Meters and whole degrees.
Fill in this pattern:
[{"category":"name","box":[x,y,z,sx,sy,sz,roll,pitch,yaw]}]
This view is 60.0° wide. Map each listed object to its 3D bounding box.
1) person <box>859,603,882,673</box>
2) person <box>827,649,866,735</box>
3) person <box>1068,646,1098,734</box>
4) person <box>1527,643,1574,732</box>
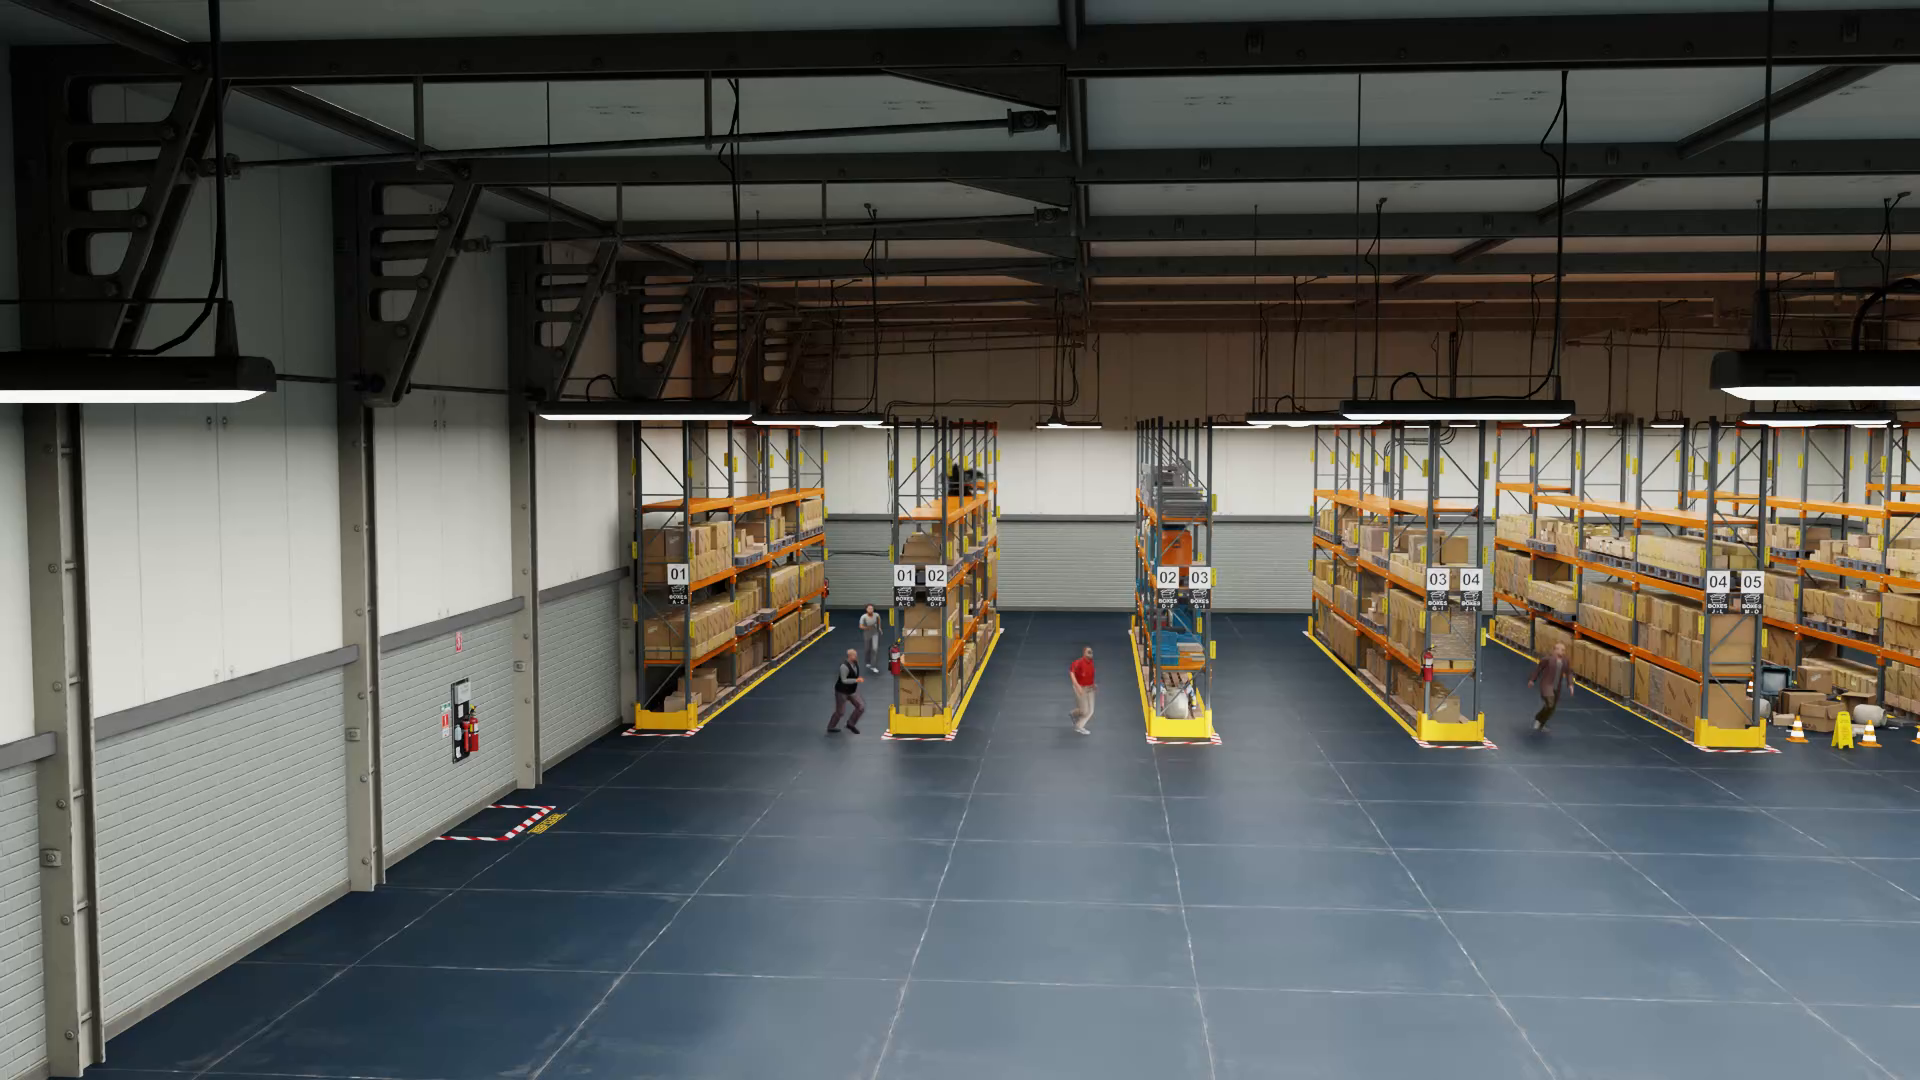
[{"category":"person","box":[-2.134,2.313,39.695,0.564,1.641,0.953,0,4,-8]},{"category":"person","box":[-2.121,2.851,31.177,0.915,1.647,0.574,3,5,36]},{"category":"person","box":[2.298,2.839,31.590,0.661,1.670,0.572,-3,5,-40]},{"category":"person","box":[11.223,2.797,31.512,0.686,1.722,0.738,-1,4,-19]}]
